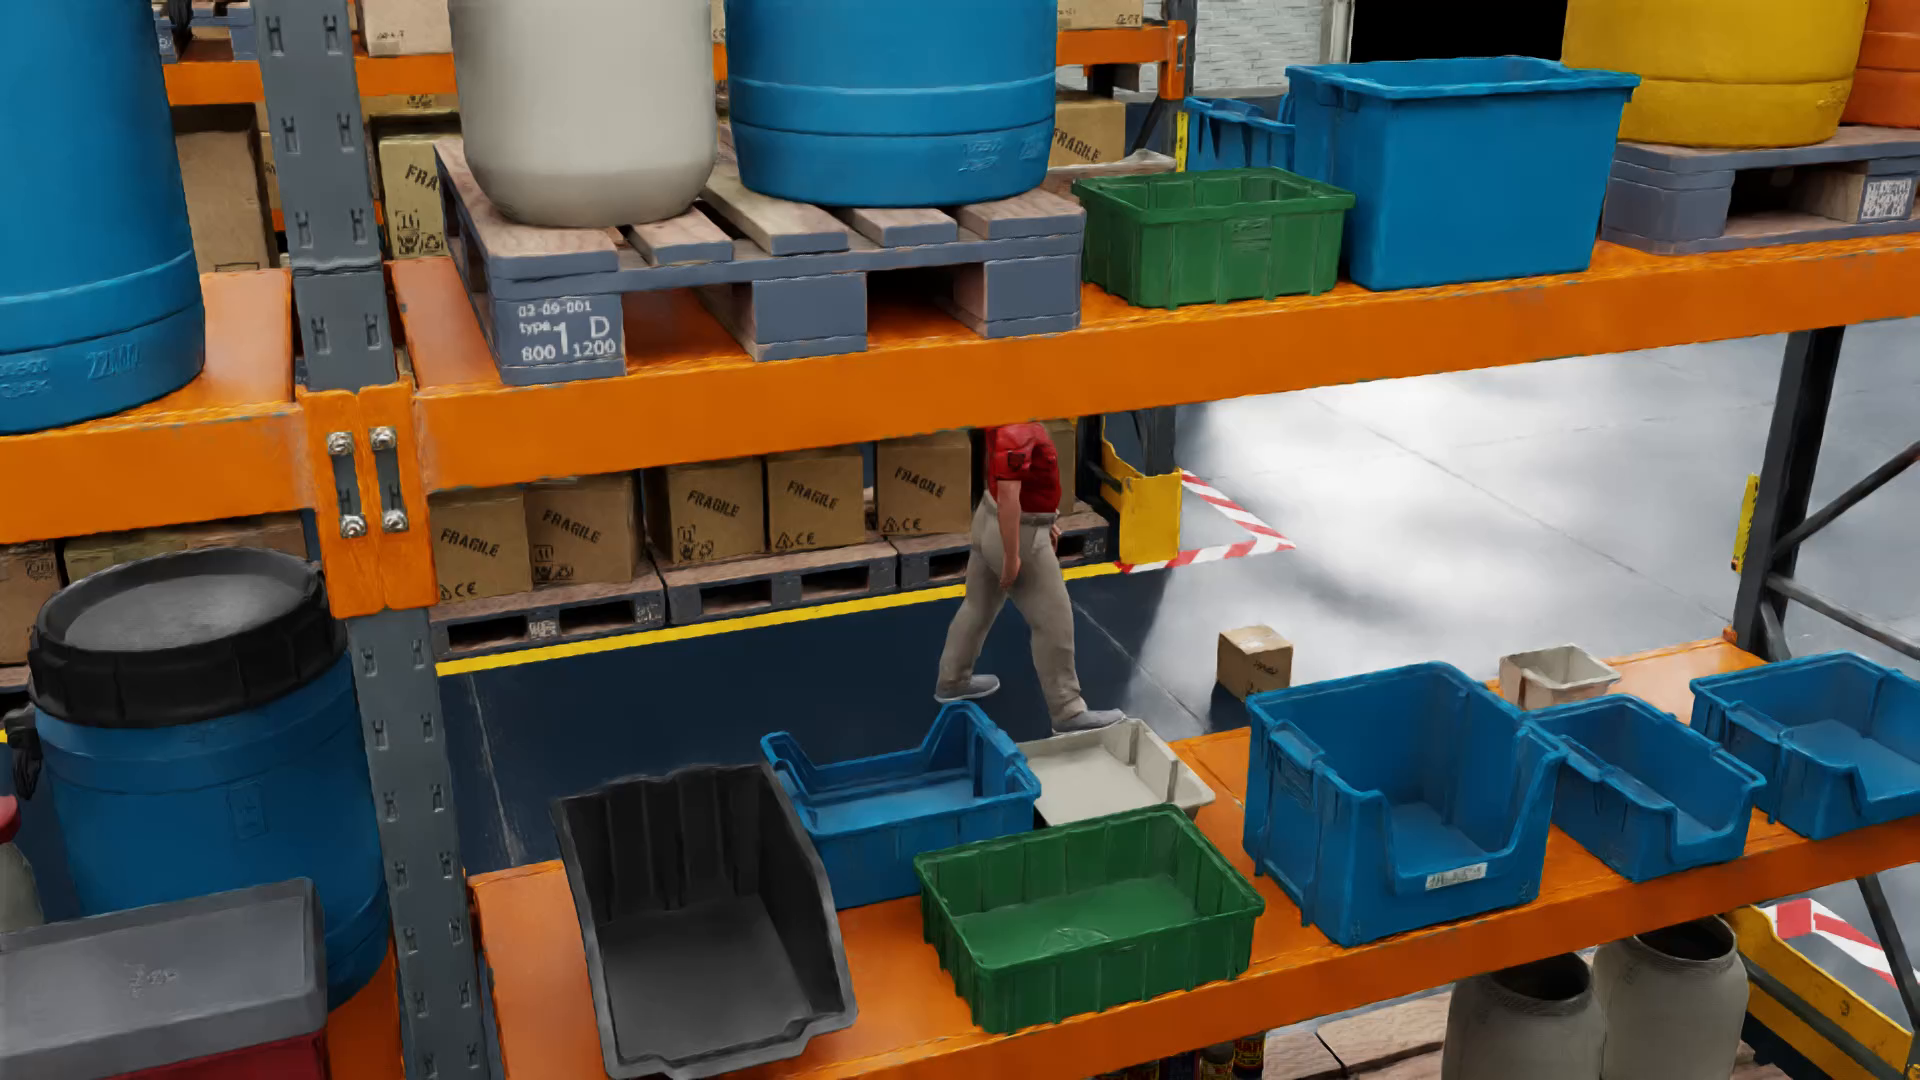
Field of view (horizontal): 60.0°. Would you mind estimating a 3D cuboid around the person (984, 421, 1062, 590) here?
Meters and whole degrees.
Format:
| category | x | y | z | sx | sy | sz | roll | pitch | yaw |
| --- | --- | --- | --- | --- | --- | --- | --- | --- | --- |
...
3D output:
| category | x | y | z | sx | sy | sz | roll | pitch | yaw |
| --- | --- | --- | --- | --- | --- | --- | --- | --- | --- |
| person | 0.277 | -0.348 | 7.047 | 0.364 | 1.004 | 0.564 | -5 | 23 | -12 |
